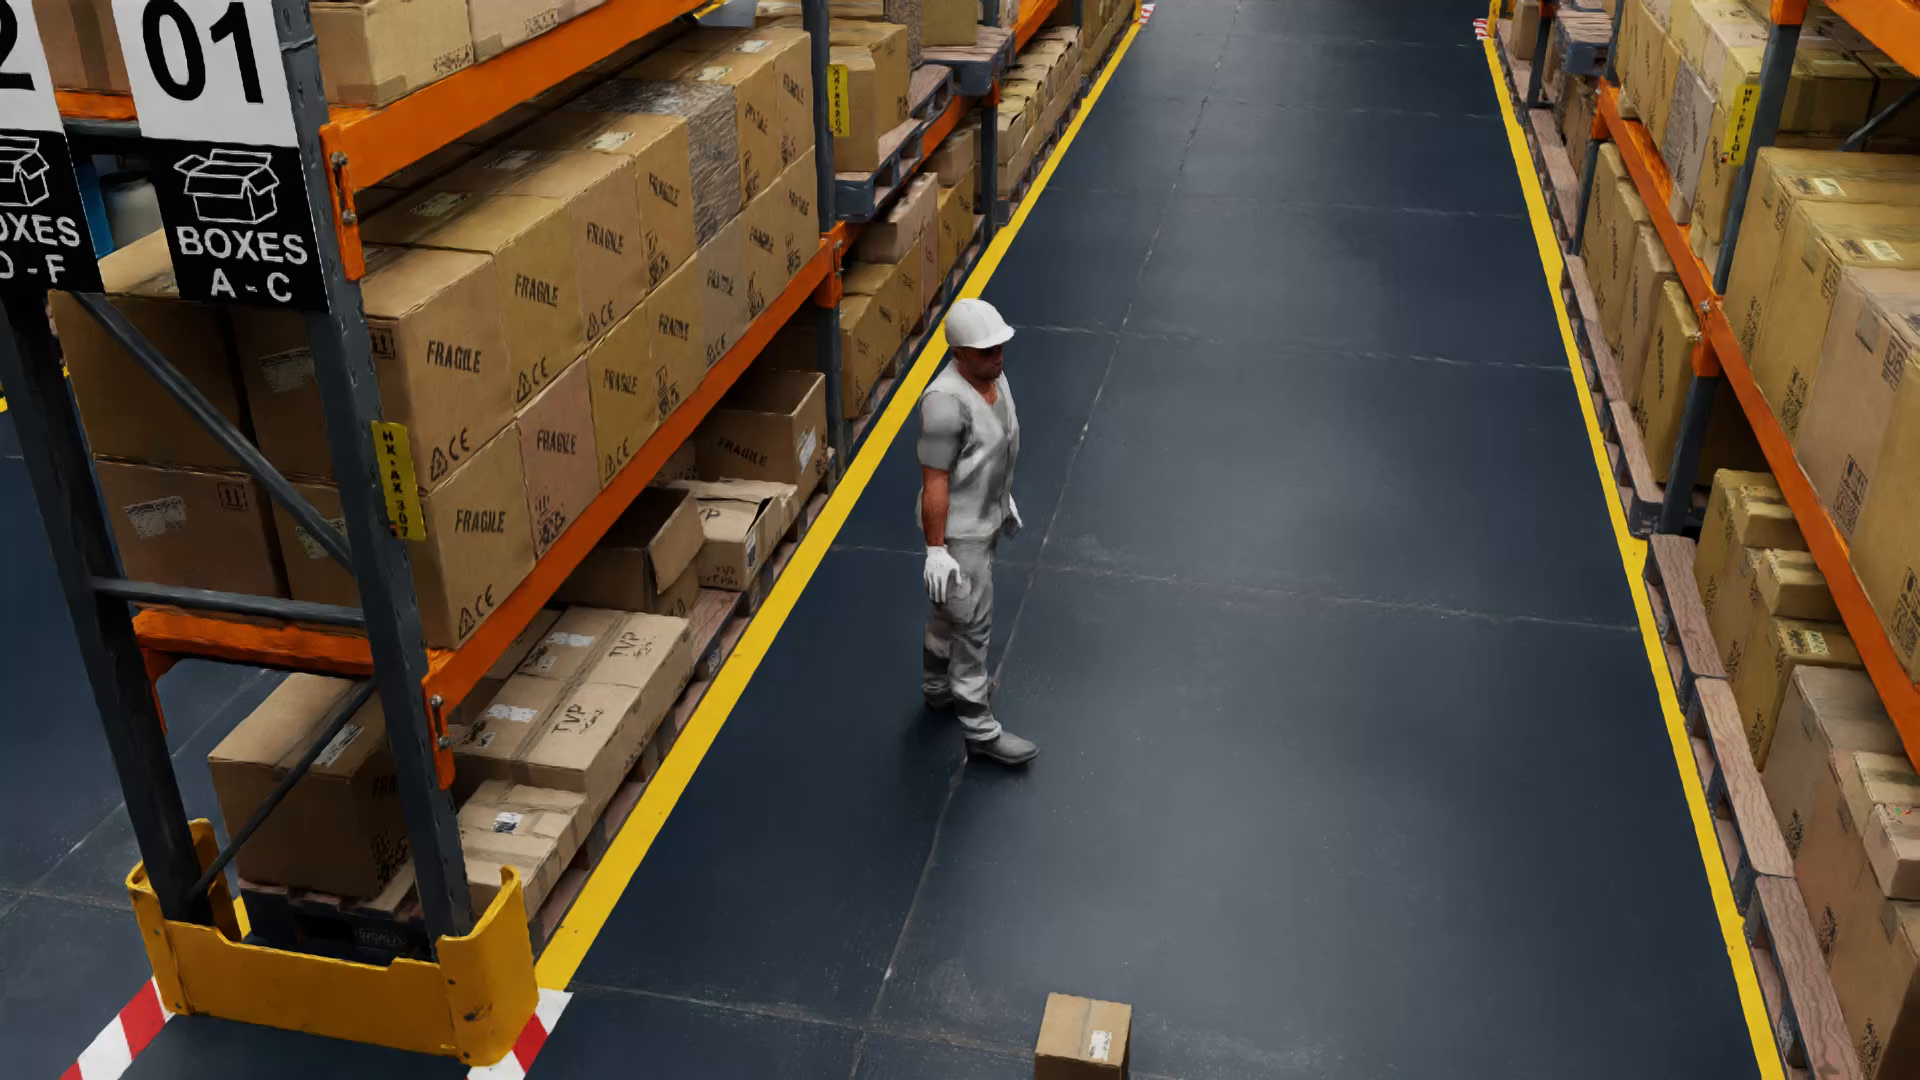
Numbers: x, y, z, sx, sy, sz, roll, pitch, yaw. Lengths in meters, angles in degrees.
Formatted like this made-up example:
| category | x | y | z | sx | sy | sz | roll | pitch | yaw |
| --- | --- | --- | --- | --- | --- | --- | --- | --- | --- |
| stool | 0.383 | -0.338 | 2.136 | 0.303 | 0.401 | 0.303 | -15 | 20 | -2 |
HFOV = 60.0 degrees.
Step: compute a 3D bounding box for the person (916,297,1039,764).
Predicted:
| category | x | y | z | sx | sy | sz | roll | pitch | yaw |
| --- | --- | --- | --- | --- | --- | --- | --- | --- | --- |
| person | 0.072 | -0.028 | 6.098 | 0.577 | 1.787 | 0.689 | 10 | 30 | 18 |
